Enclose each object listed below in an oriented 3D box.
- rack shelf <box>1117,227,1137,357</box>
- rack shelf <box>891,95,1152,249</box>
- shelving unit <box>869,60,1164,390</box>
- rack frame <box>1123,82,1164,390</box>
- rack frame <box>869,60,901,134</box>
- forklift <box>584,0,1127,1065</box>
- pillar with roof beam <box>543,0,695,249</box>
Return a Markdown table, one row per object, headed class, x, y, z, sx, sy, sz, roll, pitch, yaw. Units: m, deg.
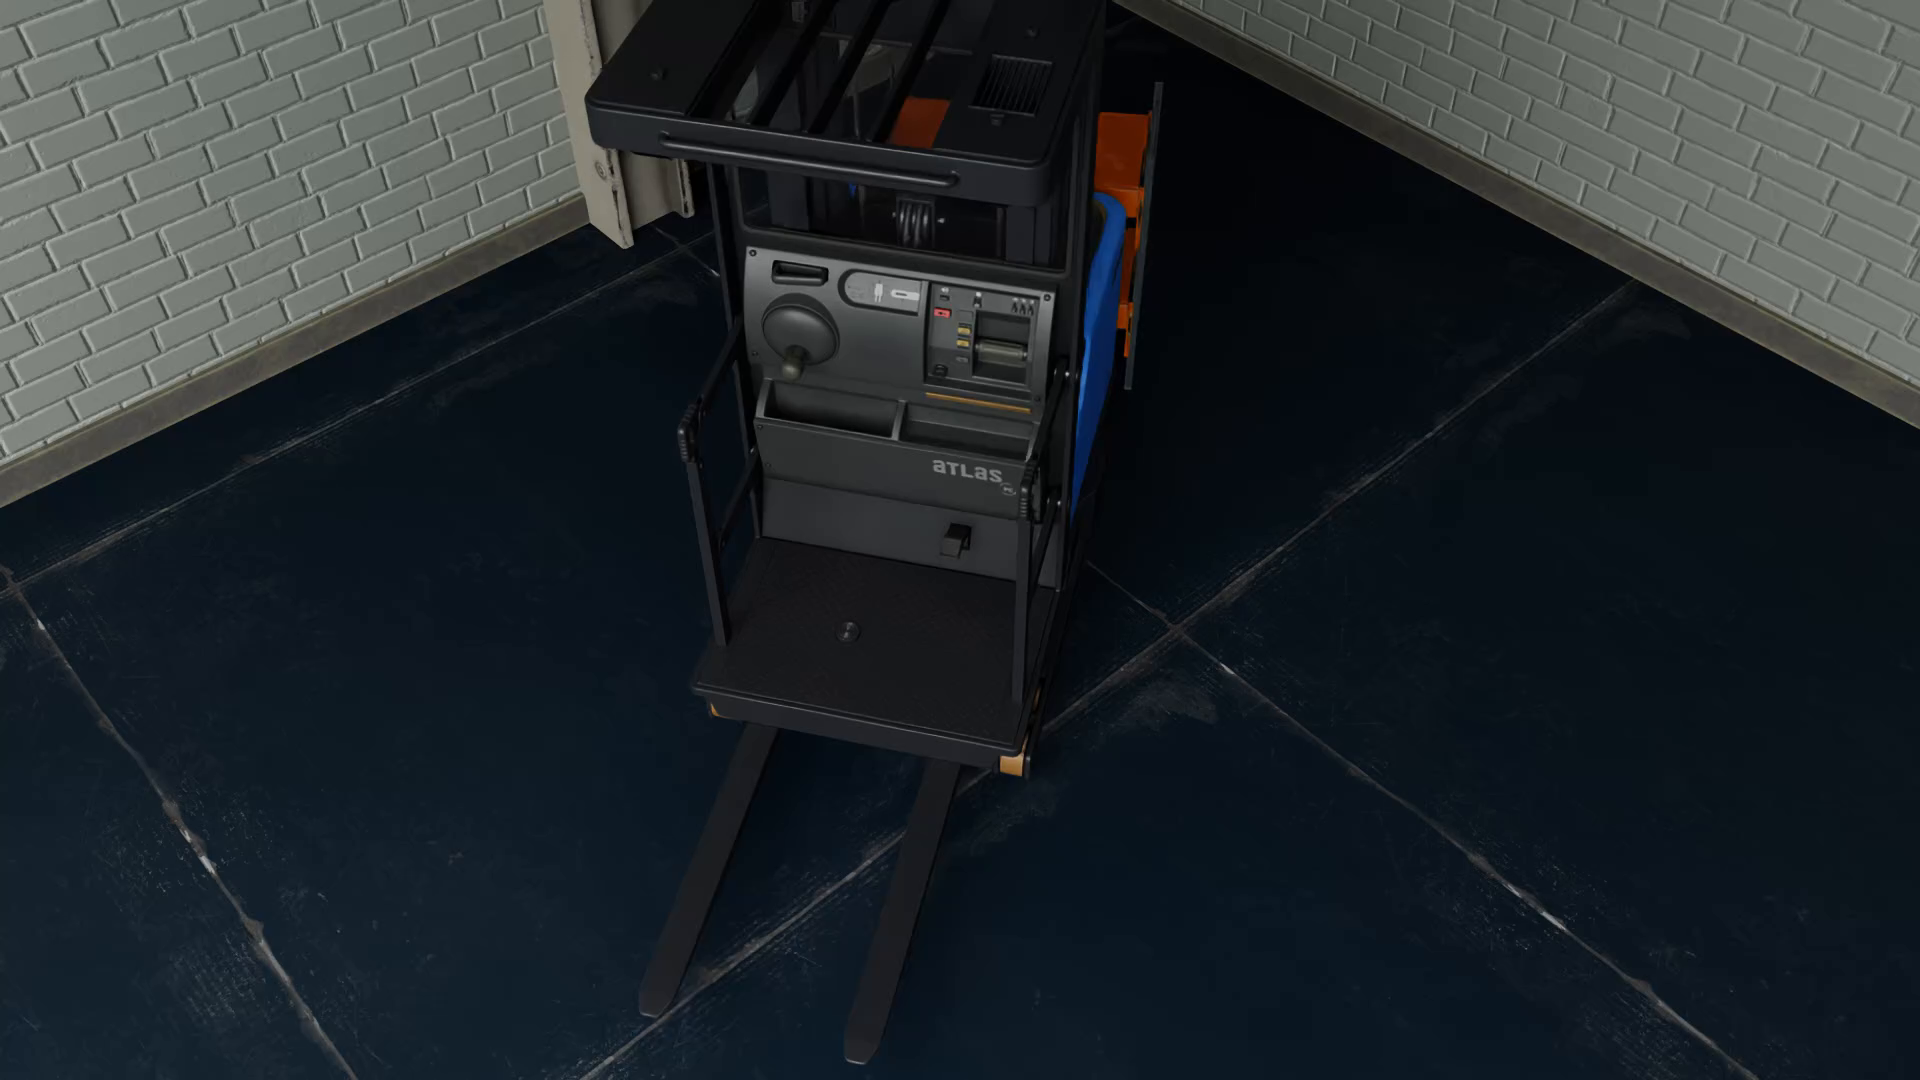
| class | x | y | z | sx | sy | sz | roll | pitch | yaw |
| --- | --- | --- | --- | --- | --- | --- | --- | --- | --- |
| rack shelf | 0.220 | -1.069 | 6.804 | 1.000 | 0.278 | 0.538 | 6 | 48 | 6 |
| rack shelf | 0.220 | -1.434 | 6.409 | 1.000 | 0.278 | 0.538 | 6 | 48 | 6 |
| shelving unit | 0.220 | -1.235 | 6.624 | 1.048 | 1.125 | 0.538 | 6 | 48 | 6 |
| rack frame | 0.723 | -1.180 | 6.574 | 0.032 | 1.125 | 0.500 | 6 | 48 | 6 |
| rack frame | -0.283 | -1.290 | 6.675 | 0.032 | 1.125 | 0.500 | 6 | 48 | 6 |
| forklift | -0.233 | -0.527 | 4.742 | 1.130 | 2.935 | 3.031 | 10 | 48 | 9 |
| pillar with roof beam | 1.436 | -2.195 | 2.152 | 0.400 | 9.000 | 9.100 | -34 | 56 | -27 |
